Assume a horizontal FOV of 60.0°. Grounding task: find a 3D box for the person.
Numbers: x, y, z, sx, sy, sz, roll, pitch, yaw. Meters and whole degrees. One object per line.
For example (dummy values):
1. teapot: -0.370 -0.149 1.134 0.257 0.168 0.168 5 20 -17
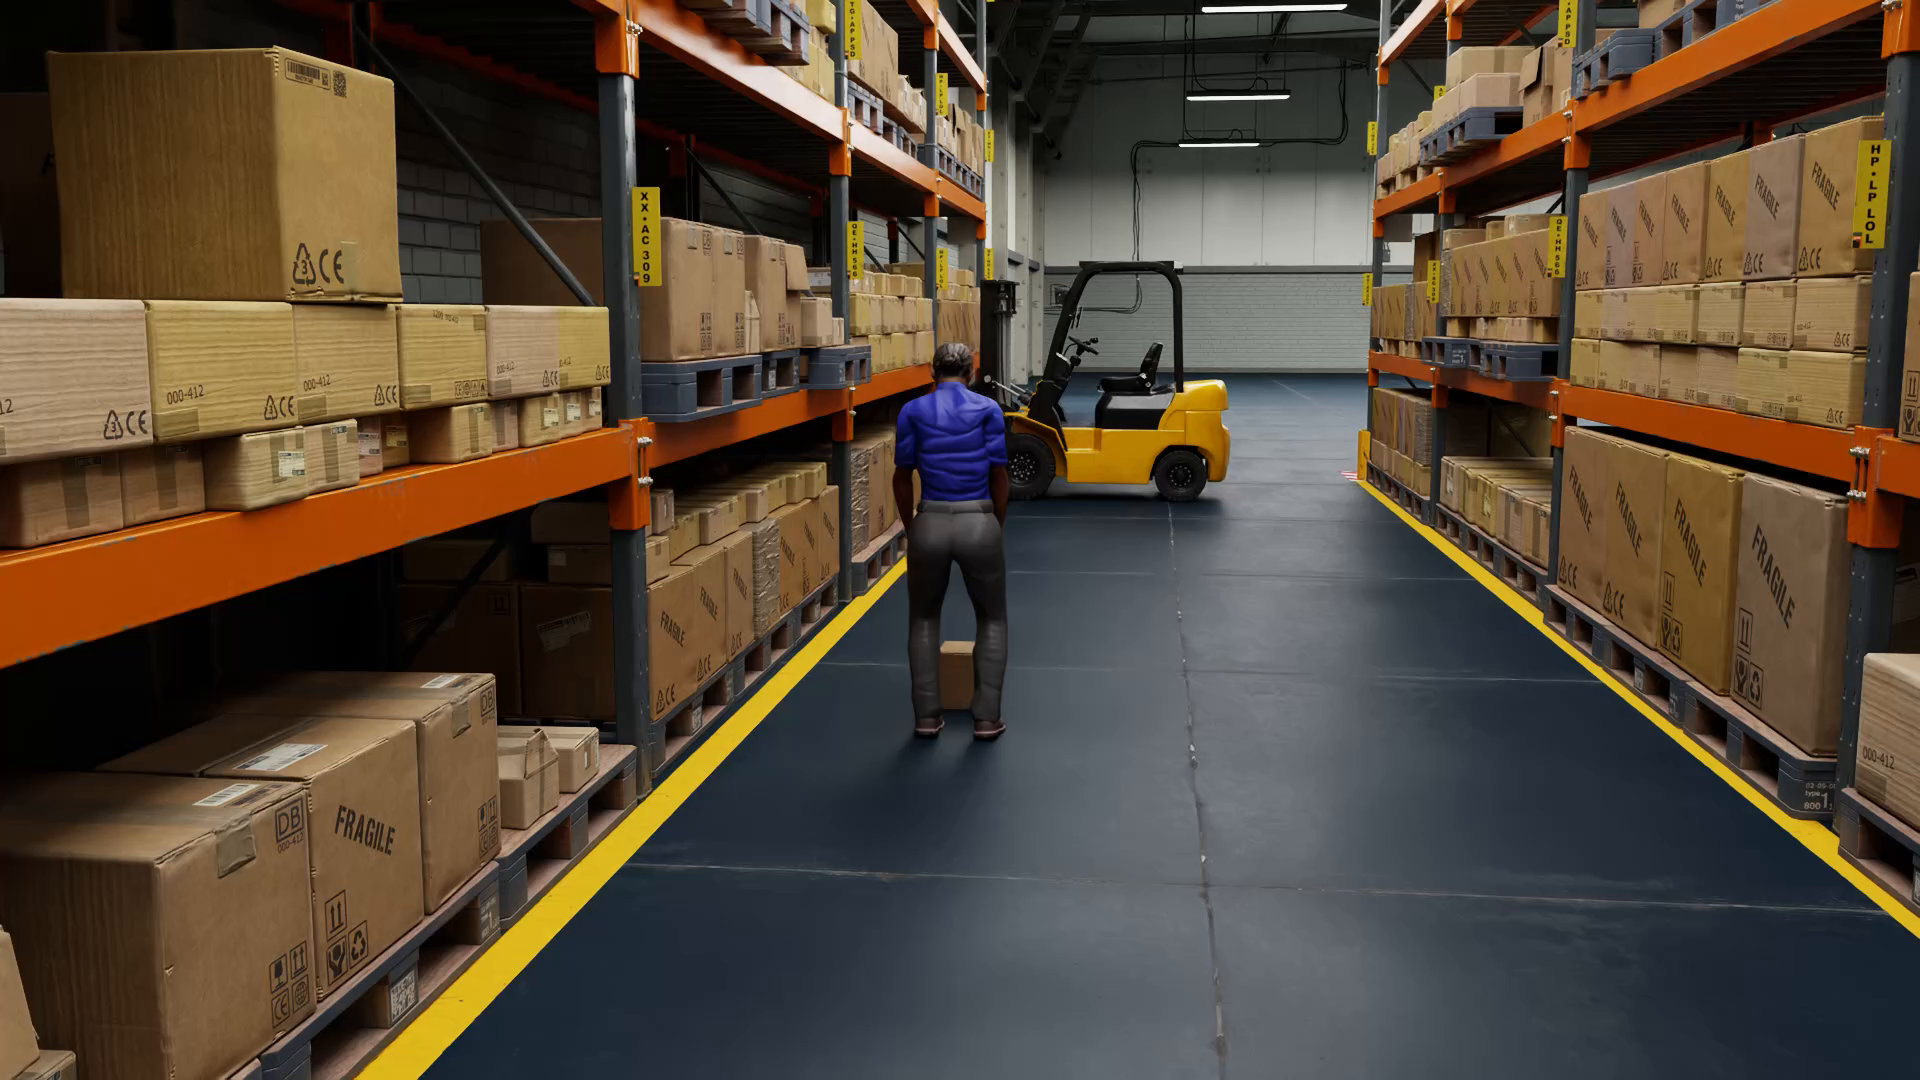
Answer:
1. person: -0.040 0.005 6.644 0.469 1.575 0.430 1 8 8
